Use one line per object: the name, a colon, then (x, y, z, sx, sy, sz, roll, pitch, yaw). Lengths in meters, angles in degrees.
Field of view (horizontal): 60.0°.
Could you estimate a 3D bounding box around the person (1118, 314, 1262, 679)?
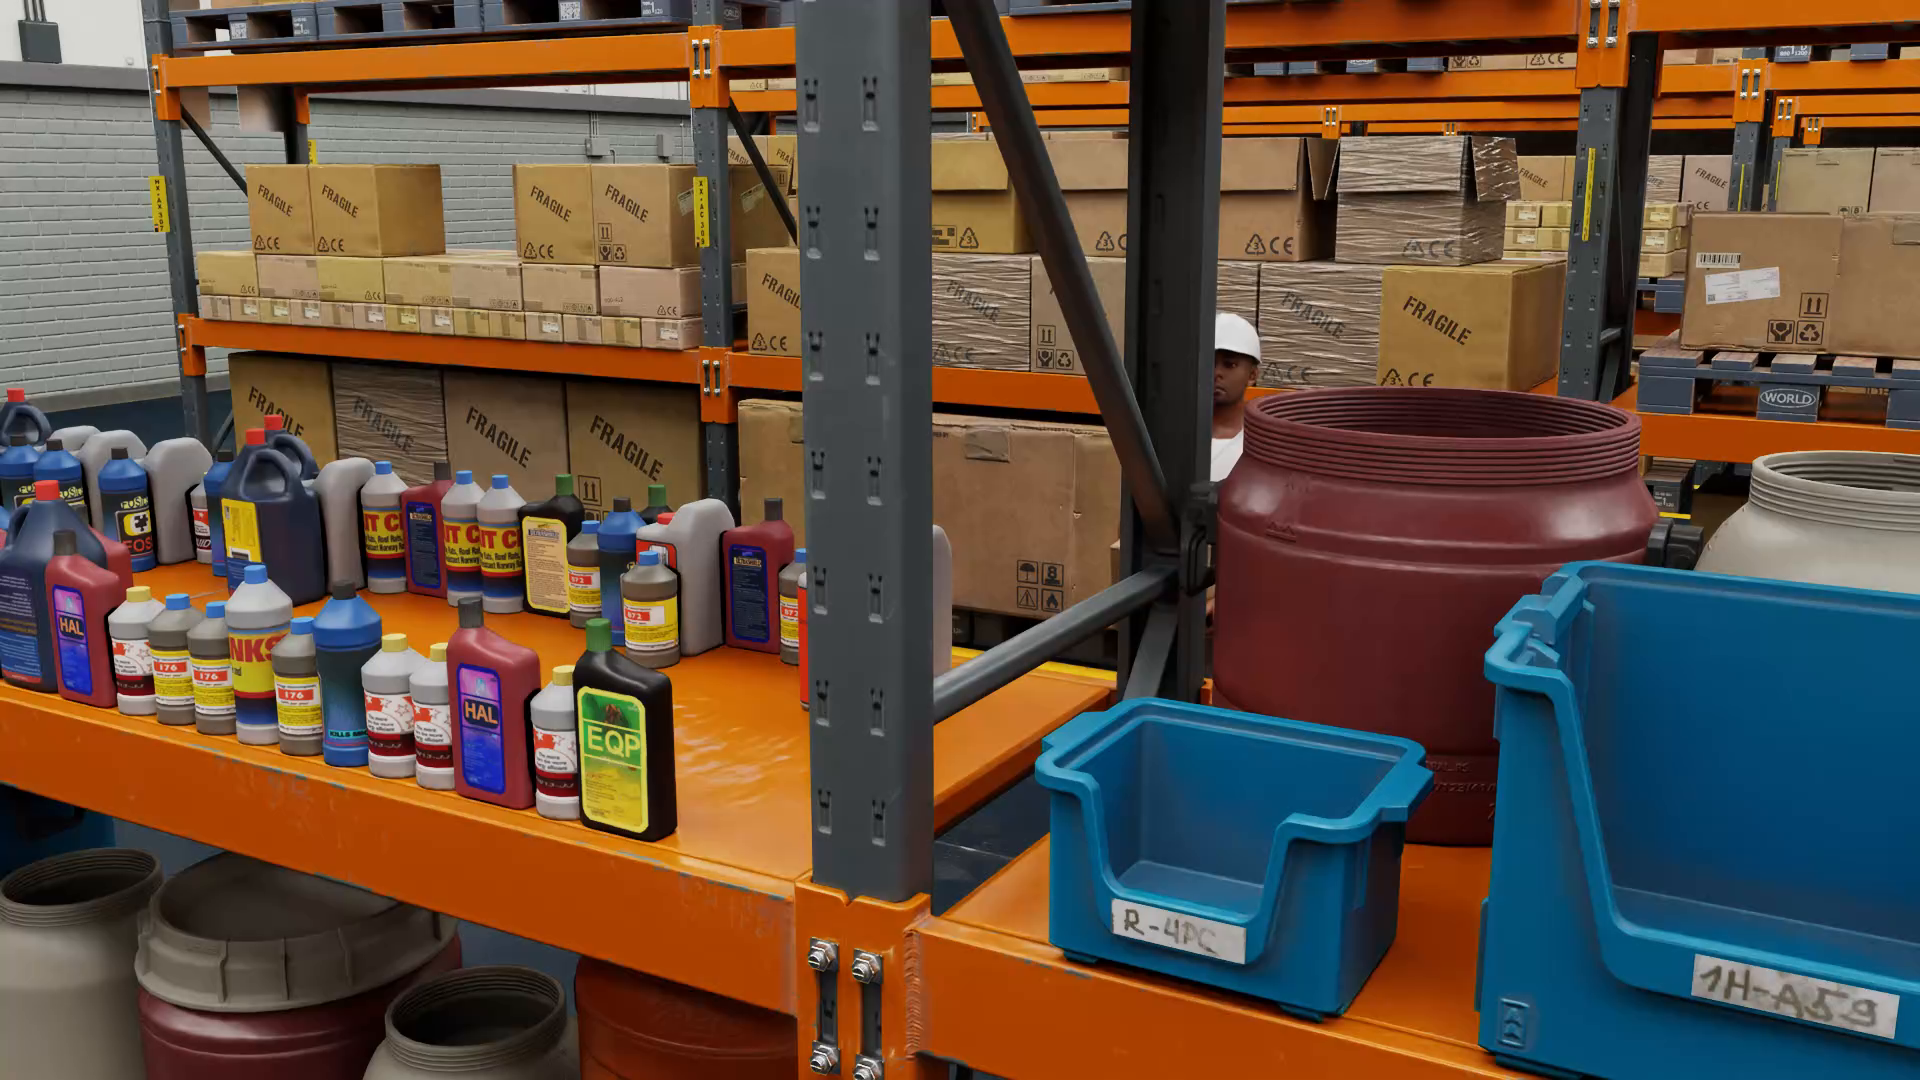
person: (0.693, 0.229, 4.899, 0.502, 1.761, 0.587, 7, 14, 28)
